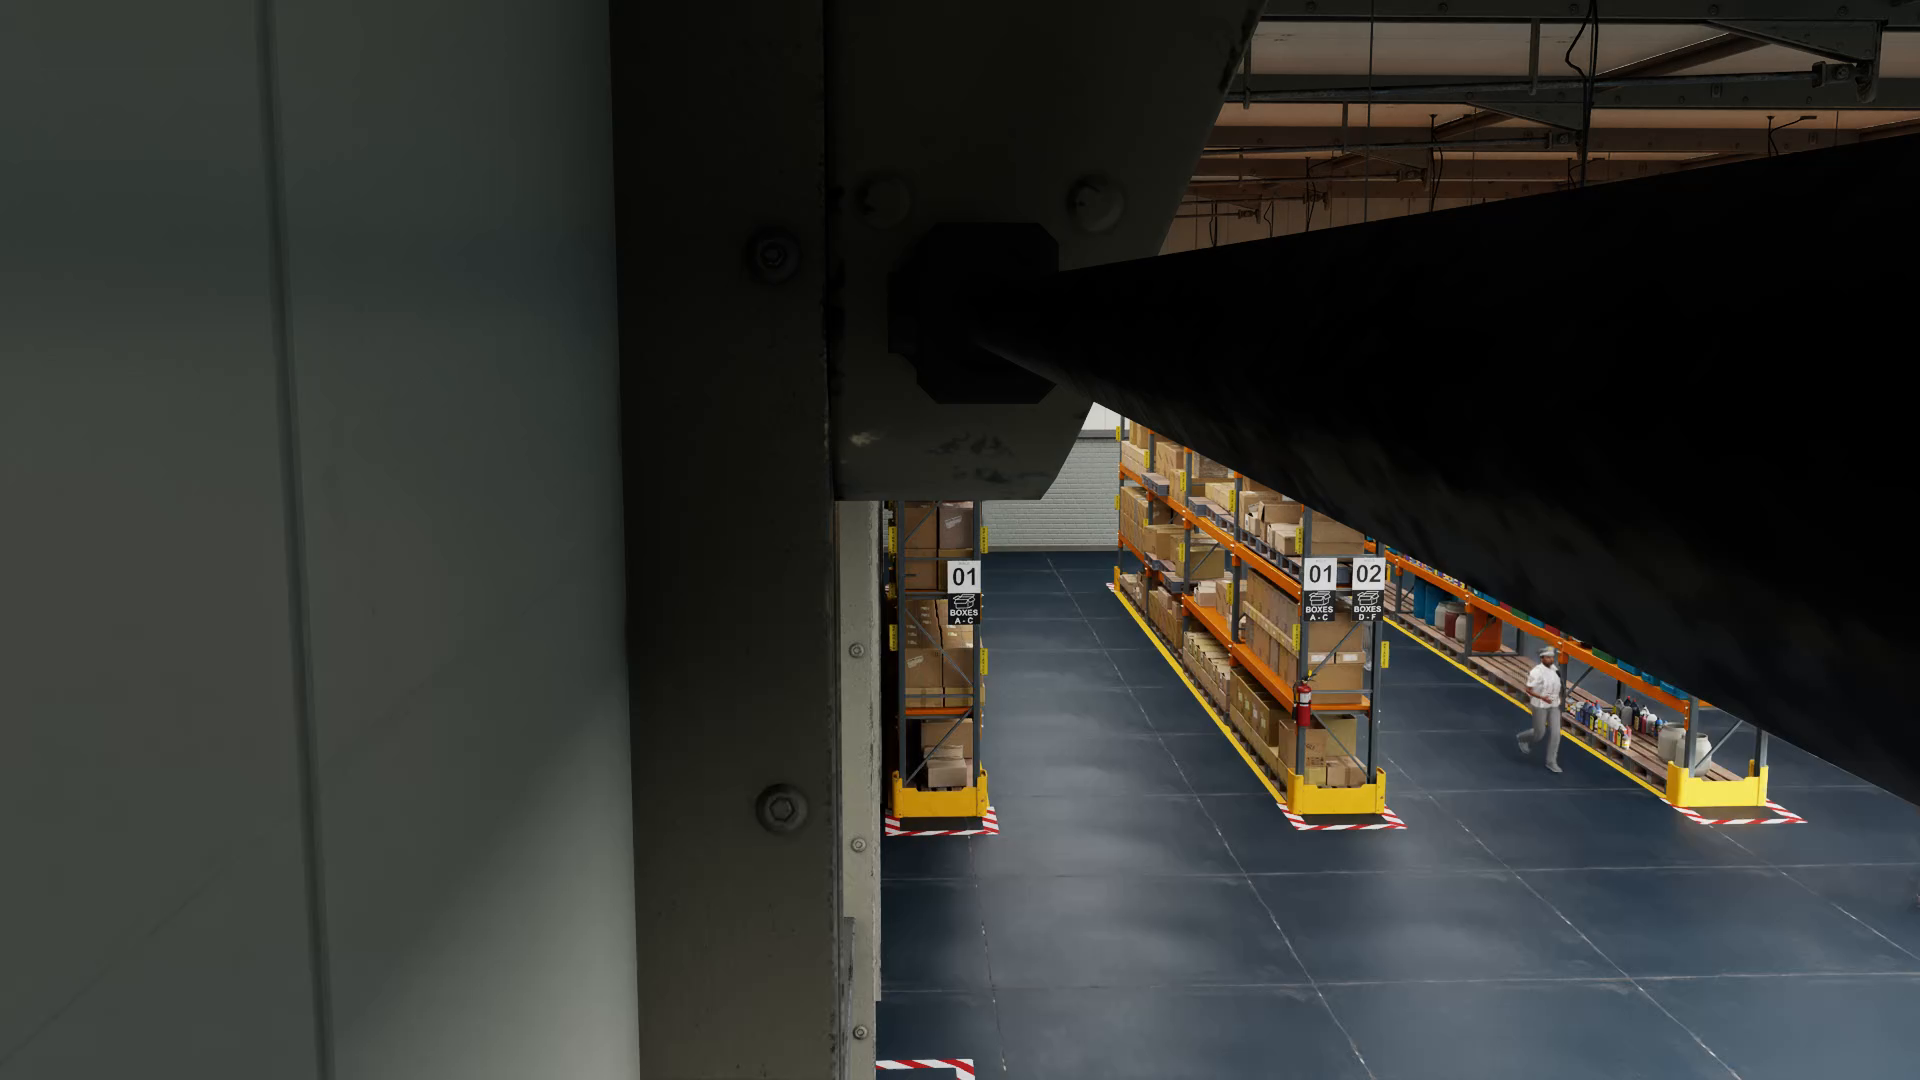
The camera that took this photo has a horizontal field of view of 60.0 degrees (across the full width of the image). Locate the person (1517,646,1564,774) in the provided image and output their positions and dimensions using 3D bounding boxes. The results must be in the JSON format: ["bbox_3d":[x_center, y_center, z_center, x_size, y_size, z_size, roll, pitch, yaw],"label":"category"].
[{"bbox_3d":[7.942,2.260,22.618,0.579,1.692,0.851,-3,9,-18],"label":"person"}]

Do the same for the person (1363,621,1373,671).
[{"bbox_3d":[7.021,1.459,28.657,0.537,1.560,0.549,-2,9,-15],"label":"person"}]
